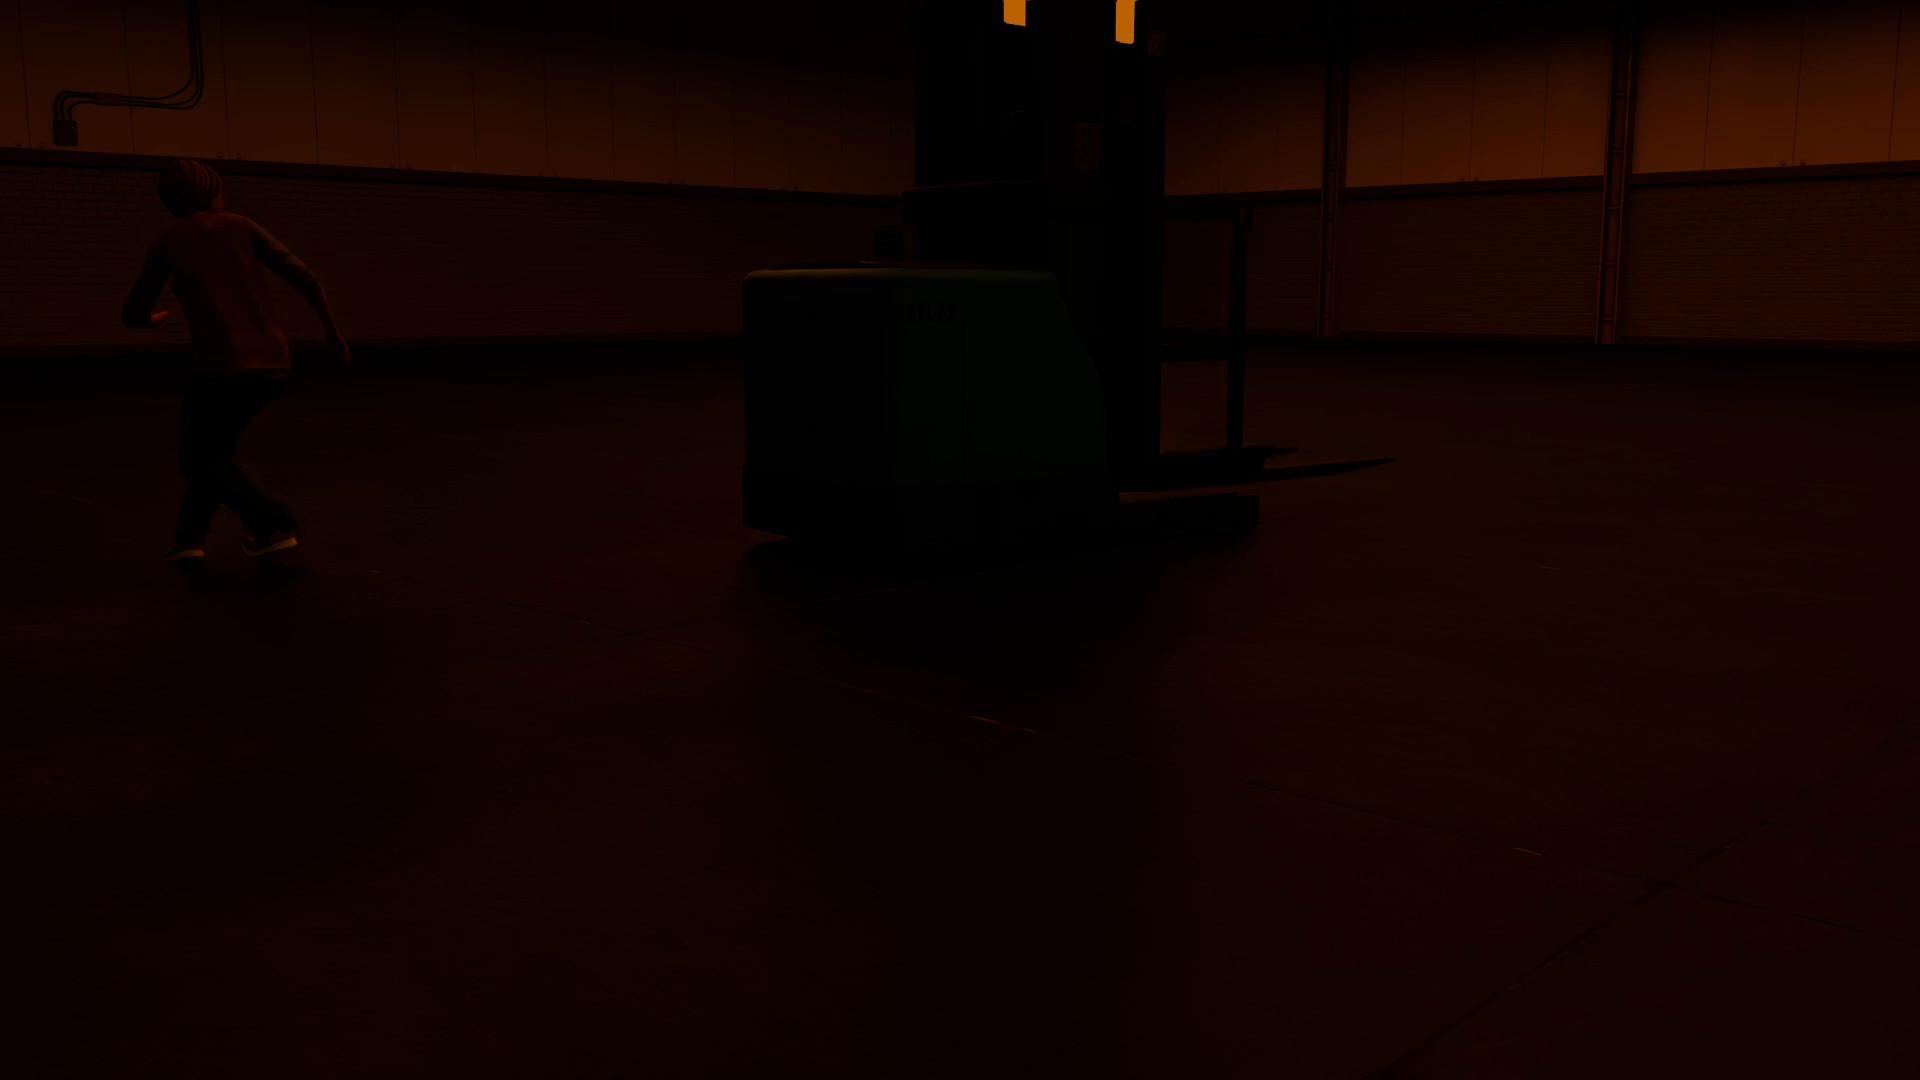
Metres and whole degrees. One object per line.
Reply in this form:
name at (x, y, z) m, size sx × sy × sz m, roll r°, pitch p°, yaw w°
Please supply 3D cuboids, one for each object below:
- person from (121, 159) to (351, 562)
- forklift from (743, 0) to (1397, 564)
person at (-2.672, -0.641, 6.138) m, size 0.764 × 1.479 × 0.704 m, roll 7°, pitch 11°, yaw 41°
forklift at (0.625, -1.513, 6.923) m, size 3.031 × 2.935 × 1.130 m, roll -6°, pitch 11°, yaw -36°
